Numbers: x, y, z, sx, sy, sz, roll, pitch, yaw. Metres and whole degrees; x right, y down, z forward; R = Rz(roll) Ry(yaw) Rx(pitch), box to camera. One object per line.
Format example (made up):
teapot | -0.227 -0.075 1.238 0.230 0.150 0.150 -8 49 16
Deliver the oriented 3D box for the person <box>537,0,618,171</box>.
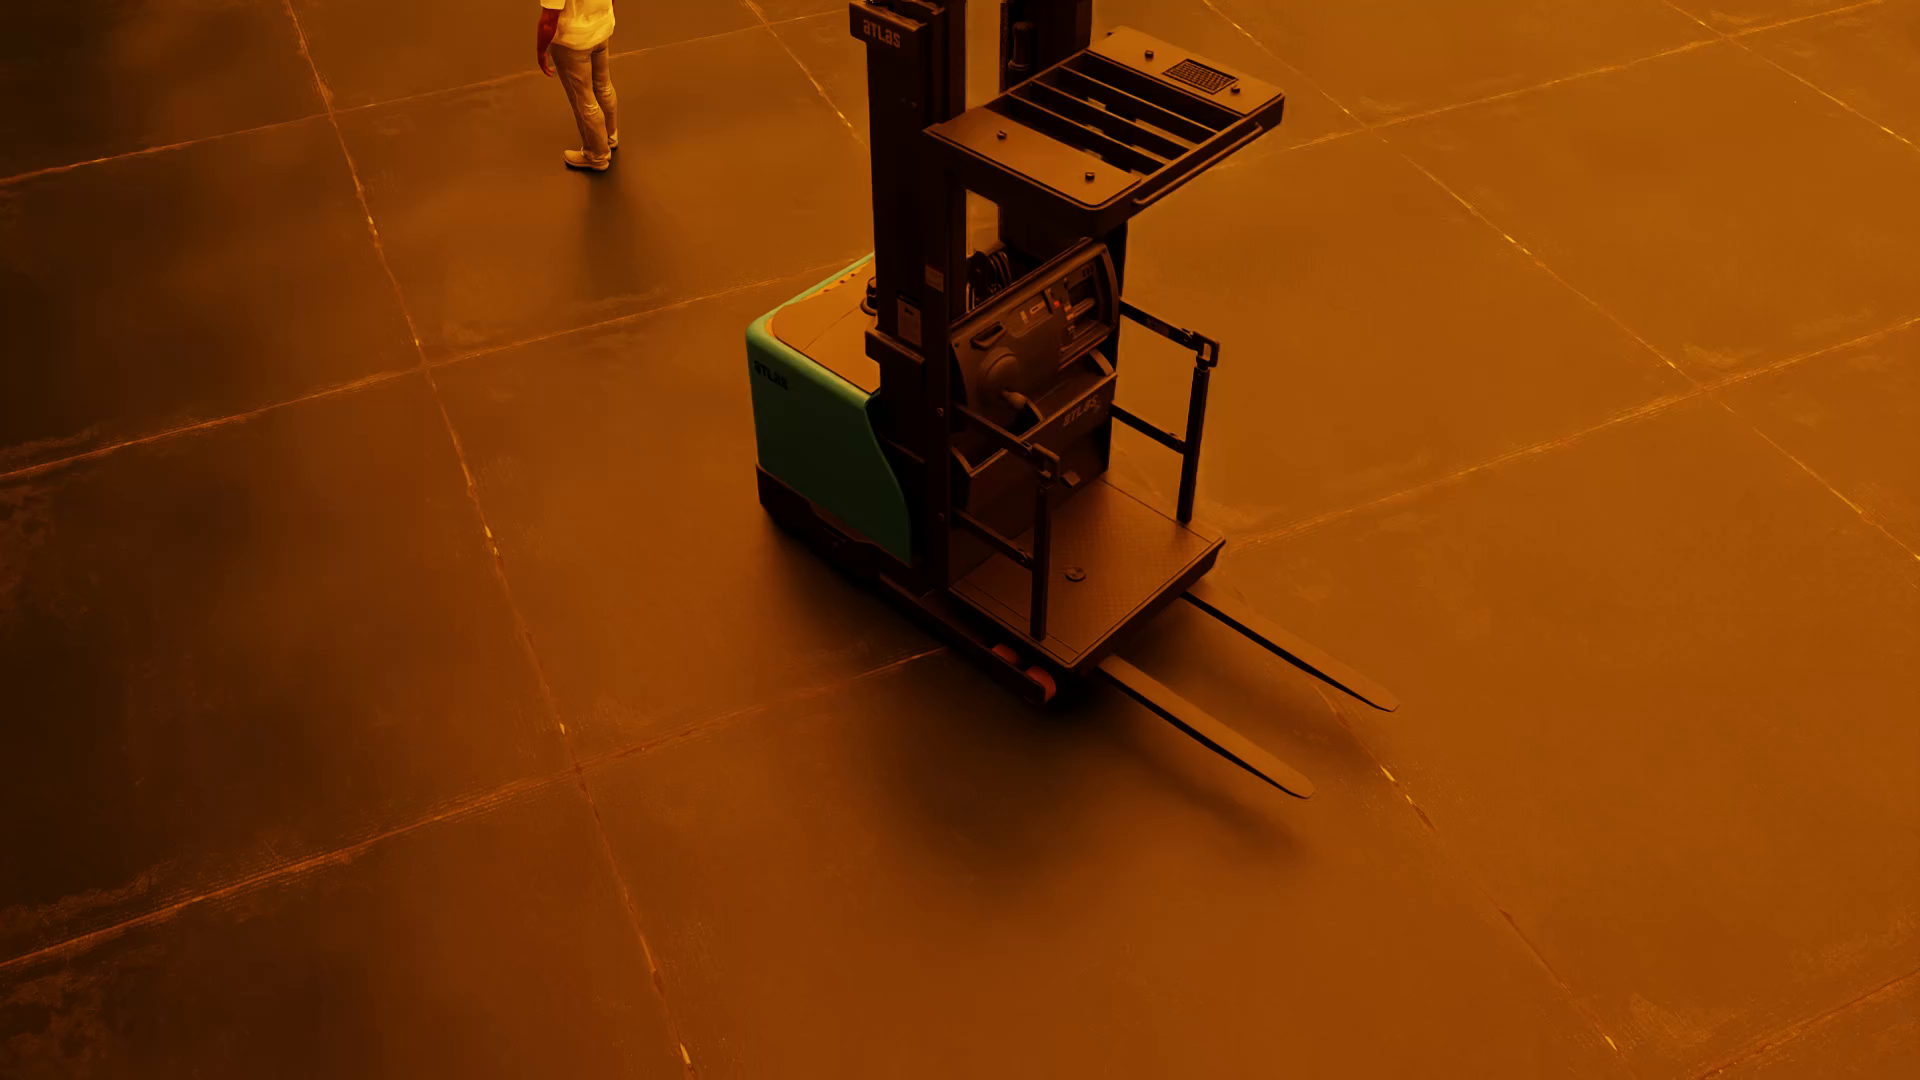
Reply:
person | -2.282 -2.990 9.727 0.574 1.769 0.665 22 47 22

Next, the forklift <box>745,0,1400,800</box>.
forklift | 0.463 -0.777 6.512 3.031 2.935 1.130 32 52 30
